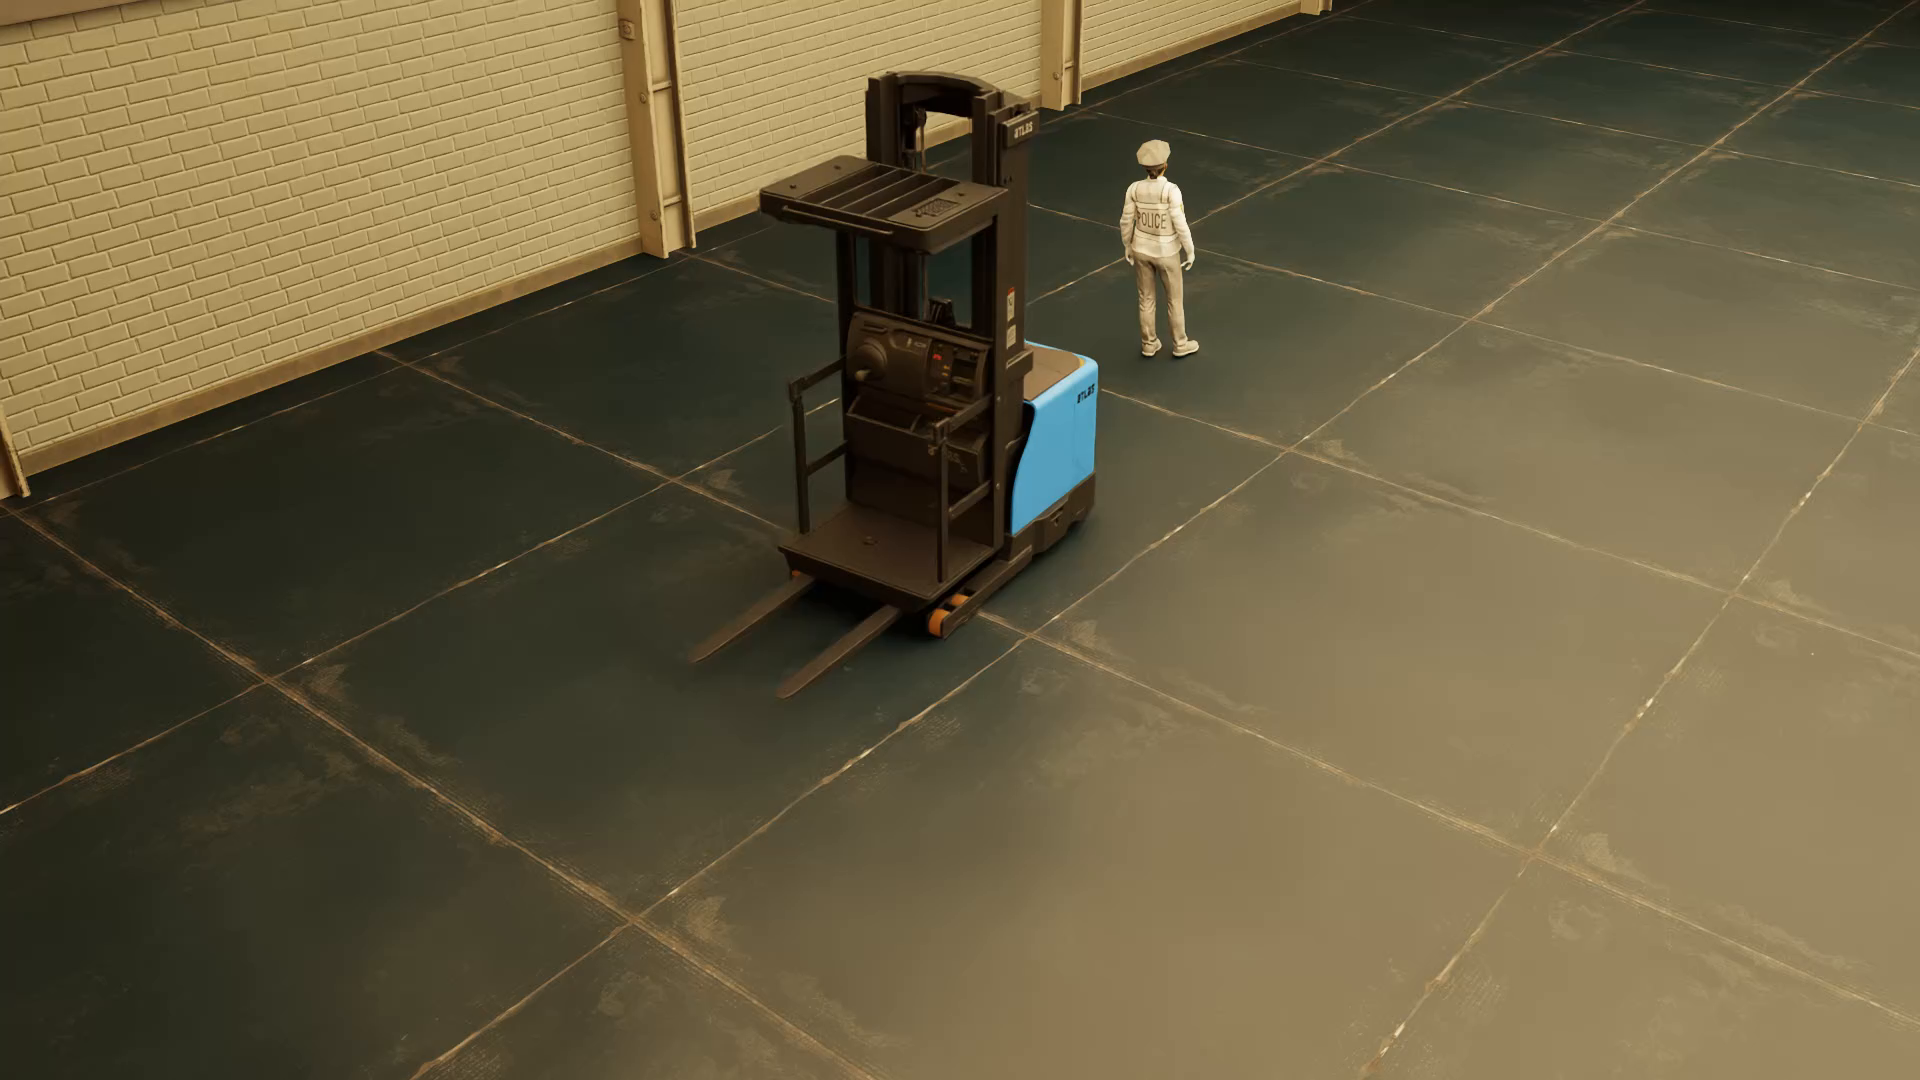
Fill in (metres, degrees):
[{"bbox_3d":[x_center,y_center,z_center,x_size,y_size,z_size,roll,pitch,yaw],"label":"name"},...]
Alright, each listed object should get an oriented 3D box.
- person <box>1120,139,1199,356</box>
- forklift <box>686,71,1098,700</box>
[{"bbox_3d":[1.514,-2.200,12.572,0.586,1.695,0.532,16,34,25],"label":"person"},{"bbox_3d":[-0.364,-0.975,9.263,1.130,2.935,3.031,19,35,29],"label":"forklift"}]
